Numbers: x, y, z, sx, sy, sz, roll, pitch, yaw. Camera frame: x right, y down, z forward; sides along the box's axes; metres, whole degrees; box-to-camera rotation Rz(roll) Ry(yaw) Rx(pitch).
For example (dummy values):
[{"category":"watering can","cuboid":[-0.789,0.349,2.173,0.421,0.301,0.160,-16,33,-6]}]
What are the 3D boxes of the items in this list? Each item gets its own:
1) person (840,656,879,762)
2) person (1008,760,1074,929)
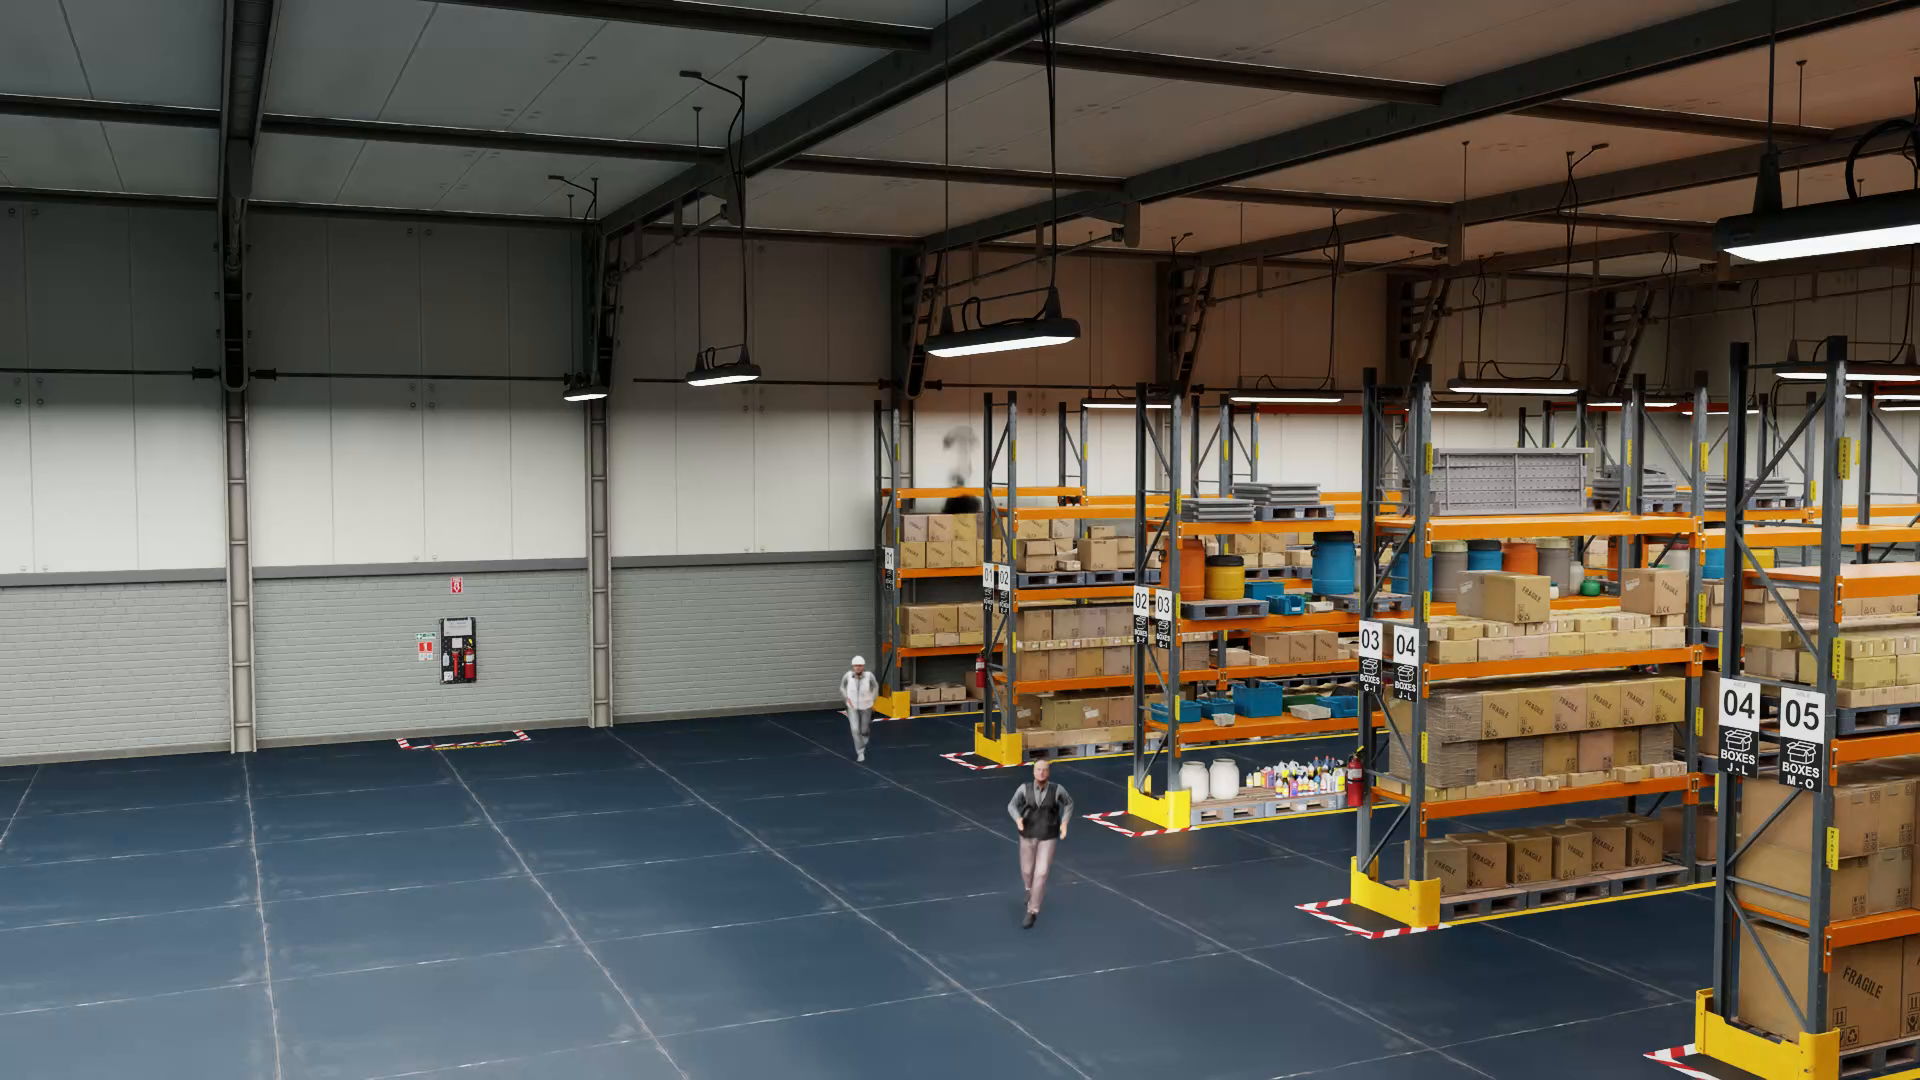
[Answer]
[{"category":"person","cuboid":[-1.645,2.730,27.331,0.636,1.723,0.847,0,3,4]},{"category":"person","cuboid":[0.858,3.248,18.024,0.699,1.720,0.976,1,3,13]}]
